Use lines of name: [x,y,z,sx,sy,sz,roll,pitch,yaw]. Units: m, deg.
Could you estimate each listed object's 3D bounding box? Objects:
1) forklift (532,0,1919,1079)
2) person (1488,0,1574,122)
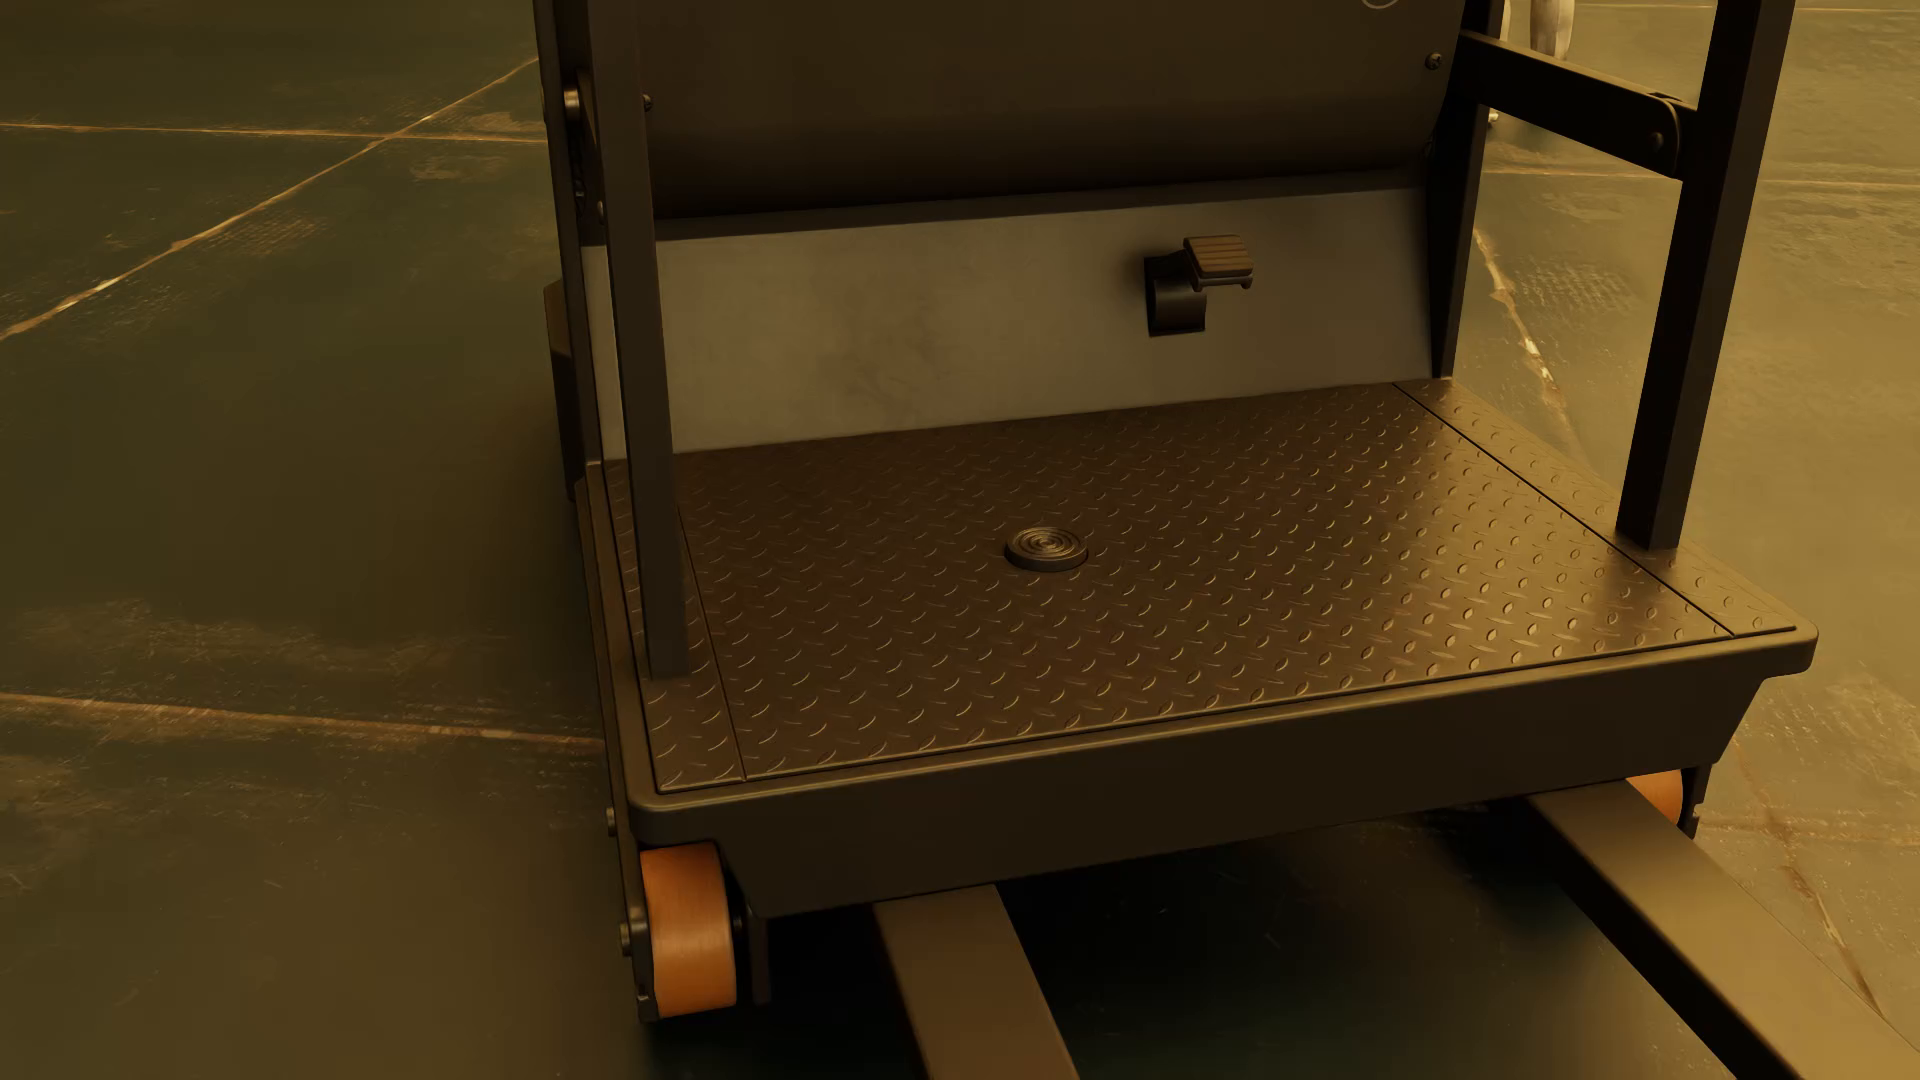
forklift: [0.153,-1.049,1.319,1.130,2.935,3.031,-7,27,-13]
person: [1.577,-2.046,4.688,0.588,1.696,0.533,2,27,3]
